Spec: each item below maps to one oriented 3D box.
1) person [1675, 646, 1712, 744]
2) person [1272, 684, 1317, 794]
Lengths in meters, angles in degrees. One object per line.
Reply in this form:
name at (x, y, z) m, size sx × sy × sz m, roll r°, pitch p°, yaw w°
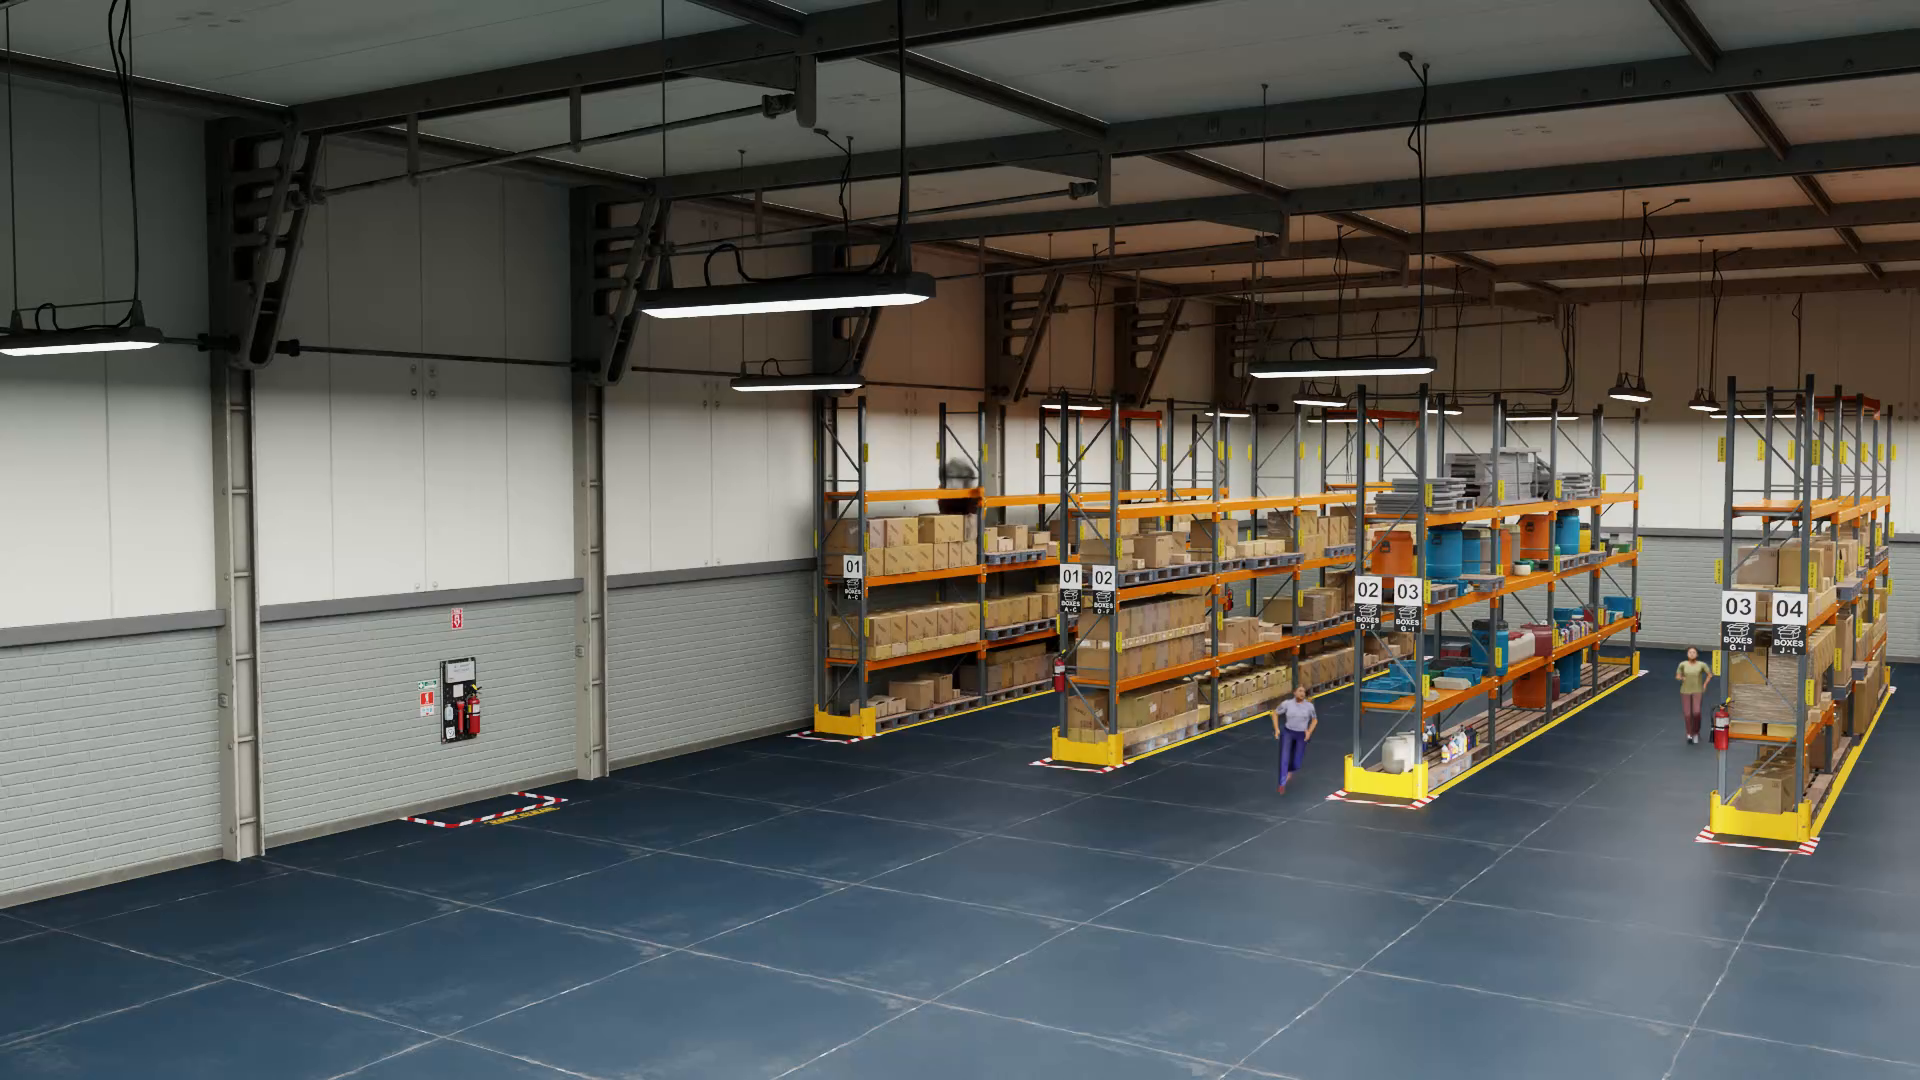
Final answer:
person at (12.602, 2.684, 28.650) m, size 0.534 × 1.648 × 0.620 m, roll 2°, pitch 3°, yaw 30°
person at (4.959, 2.934, 24.653) m, size 0.654 × 1.612 × 0.609 m, roll 0°, pitch 3°, yaw 6°
